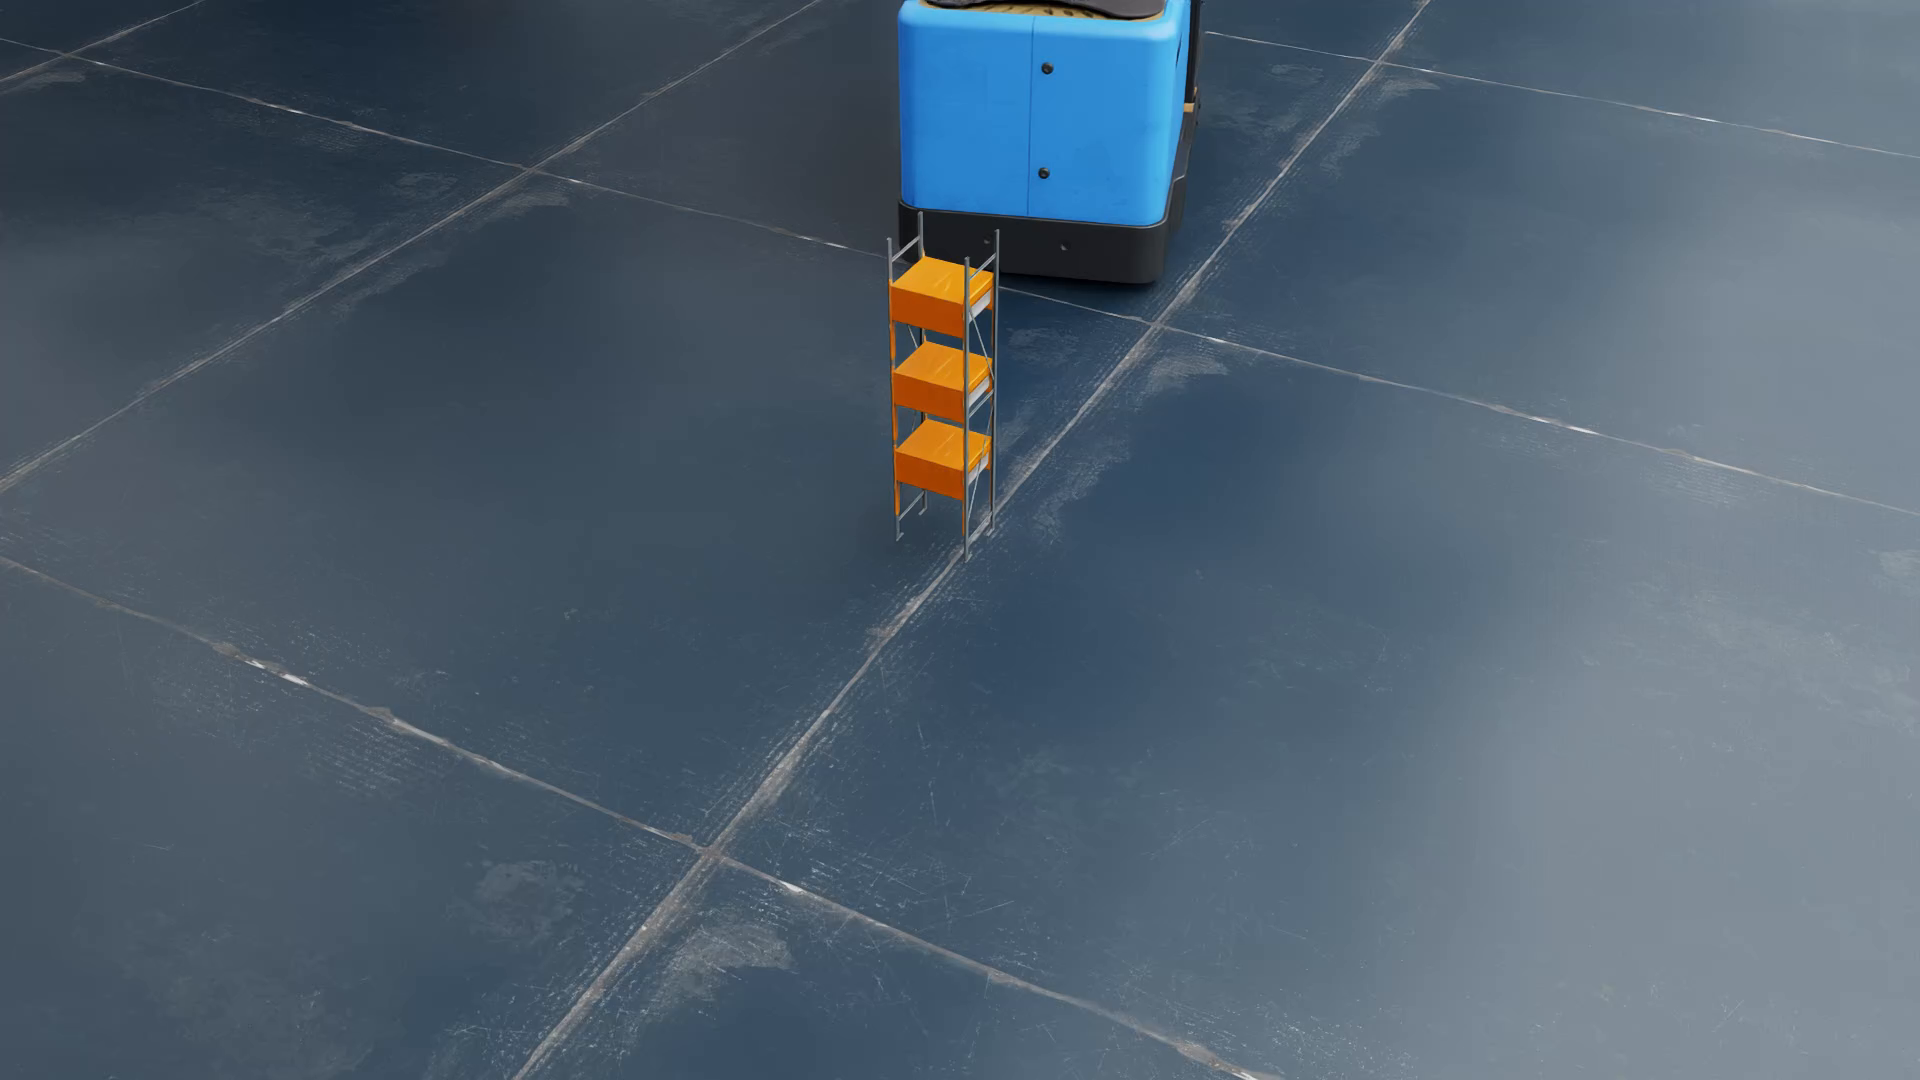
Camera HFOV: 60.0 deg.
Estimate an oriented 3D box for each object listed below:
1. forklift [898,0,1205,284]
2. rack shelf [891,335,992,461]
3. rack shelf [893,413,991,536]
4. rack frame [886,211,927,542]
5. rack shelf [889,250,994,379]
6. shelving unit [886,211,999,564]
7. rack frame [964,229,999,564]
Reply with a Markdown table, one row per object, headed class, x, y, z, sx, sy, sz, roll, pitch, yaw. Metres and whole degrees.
| class | x | y | z | sx | sy | sz | roll | pitch | yaw |
| --- | --- | --- | --- | --- | --- | --- | --- | --- | --- |
| forklift | 0.531 | -3.048 | 6.841 | 1.130 | 2.935 | 3.031 | 6 | 38 | 8 |
| rack shelf | -0.048 | -0.425 | 4.959 | 0.240 | 0.259 | 0.215 | 17 | 41 | 21 |
| rack shelf | -0.048 | -0.203 | 5.127 | 0.240 | 0.259 | 0.215 | 17 | 41 | 21 |
| rack frame | -0.156 | -0.467 | 4.997 | 0.008 | 1.050 | 0.200 | 17 | 41 | 21 |
| rack shelf | -0.048 | -0.651 | 4.787 | 0.240 | 0.259 | 0.215 | 17 | 41 | 21 |
| shelving unit | -0.048 | -0.433 | 4.952 | 0.252 | 1.050 | 0.215 | 17 | 41 | 21 |
| rack frame | 0.061 | -0.399 | 4.907 | 0.008 | 1.050 | 0.200 | 17 | 41 | 21 |
